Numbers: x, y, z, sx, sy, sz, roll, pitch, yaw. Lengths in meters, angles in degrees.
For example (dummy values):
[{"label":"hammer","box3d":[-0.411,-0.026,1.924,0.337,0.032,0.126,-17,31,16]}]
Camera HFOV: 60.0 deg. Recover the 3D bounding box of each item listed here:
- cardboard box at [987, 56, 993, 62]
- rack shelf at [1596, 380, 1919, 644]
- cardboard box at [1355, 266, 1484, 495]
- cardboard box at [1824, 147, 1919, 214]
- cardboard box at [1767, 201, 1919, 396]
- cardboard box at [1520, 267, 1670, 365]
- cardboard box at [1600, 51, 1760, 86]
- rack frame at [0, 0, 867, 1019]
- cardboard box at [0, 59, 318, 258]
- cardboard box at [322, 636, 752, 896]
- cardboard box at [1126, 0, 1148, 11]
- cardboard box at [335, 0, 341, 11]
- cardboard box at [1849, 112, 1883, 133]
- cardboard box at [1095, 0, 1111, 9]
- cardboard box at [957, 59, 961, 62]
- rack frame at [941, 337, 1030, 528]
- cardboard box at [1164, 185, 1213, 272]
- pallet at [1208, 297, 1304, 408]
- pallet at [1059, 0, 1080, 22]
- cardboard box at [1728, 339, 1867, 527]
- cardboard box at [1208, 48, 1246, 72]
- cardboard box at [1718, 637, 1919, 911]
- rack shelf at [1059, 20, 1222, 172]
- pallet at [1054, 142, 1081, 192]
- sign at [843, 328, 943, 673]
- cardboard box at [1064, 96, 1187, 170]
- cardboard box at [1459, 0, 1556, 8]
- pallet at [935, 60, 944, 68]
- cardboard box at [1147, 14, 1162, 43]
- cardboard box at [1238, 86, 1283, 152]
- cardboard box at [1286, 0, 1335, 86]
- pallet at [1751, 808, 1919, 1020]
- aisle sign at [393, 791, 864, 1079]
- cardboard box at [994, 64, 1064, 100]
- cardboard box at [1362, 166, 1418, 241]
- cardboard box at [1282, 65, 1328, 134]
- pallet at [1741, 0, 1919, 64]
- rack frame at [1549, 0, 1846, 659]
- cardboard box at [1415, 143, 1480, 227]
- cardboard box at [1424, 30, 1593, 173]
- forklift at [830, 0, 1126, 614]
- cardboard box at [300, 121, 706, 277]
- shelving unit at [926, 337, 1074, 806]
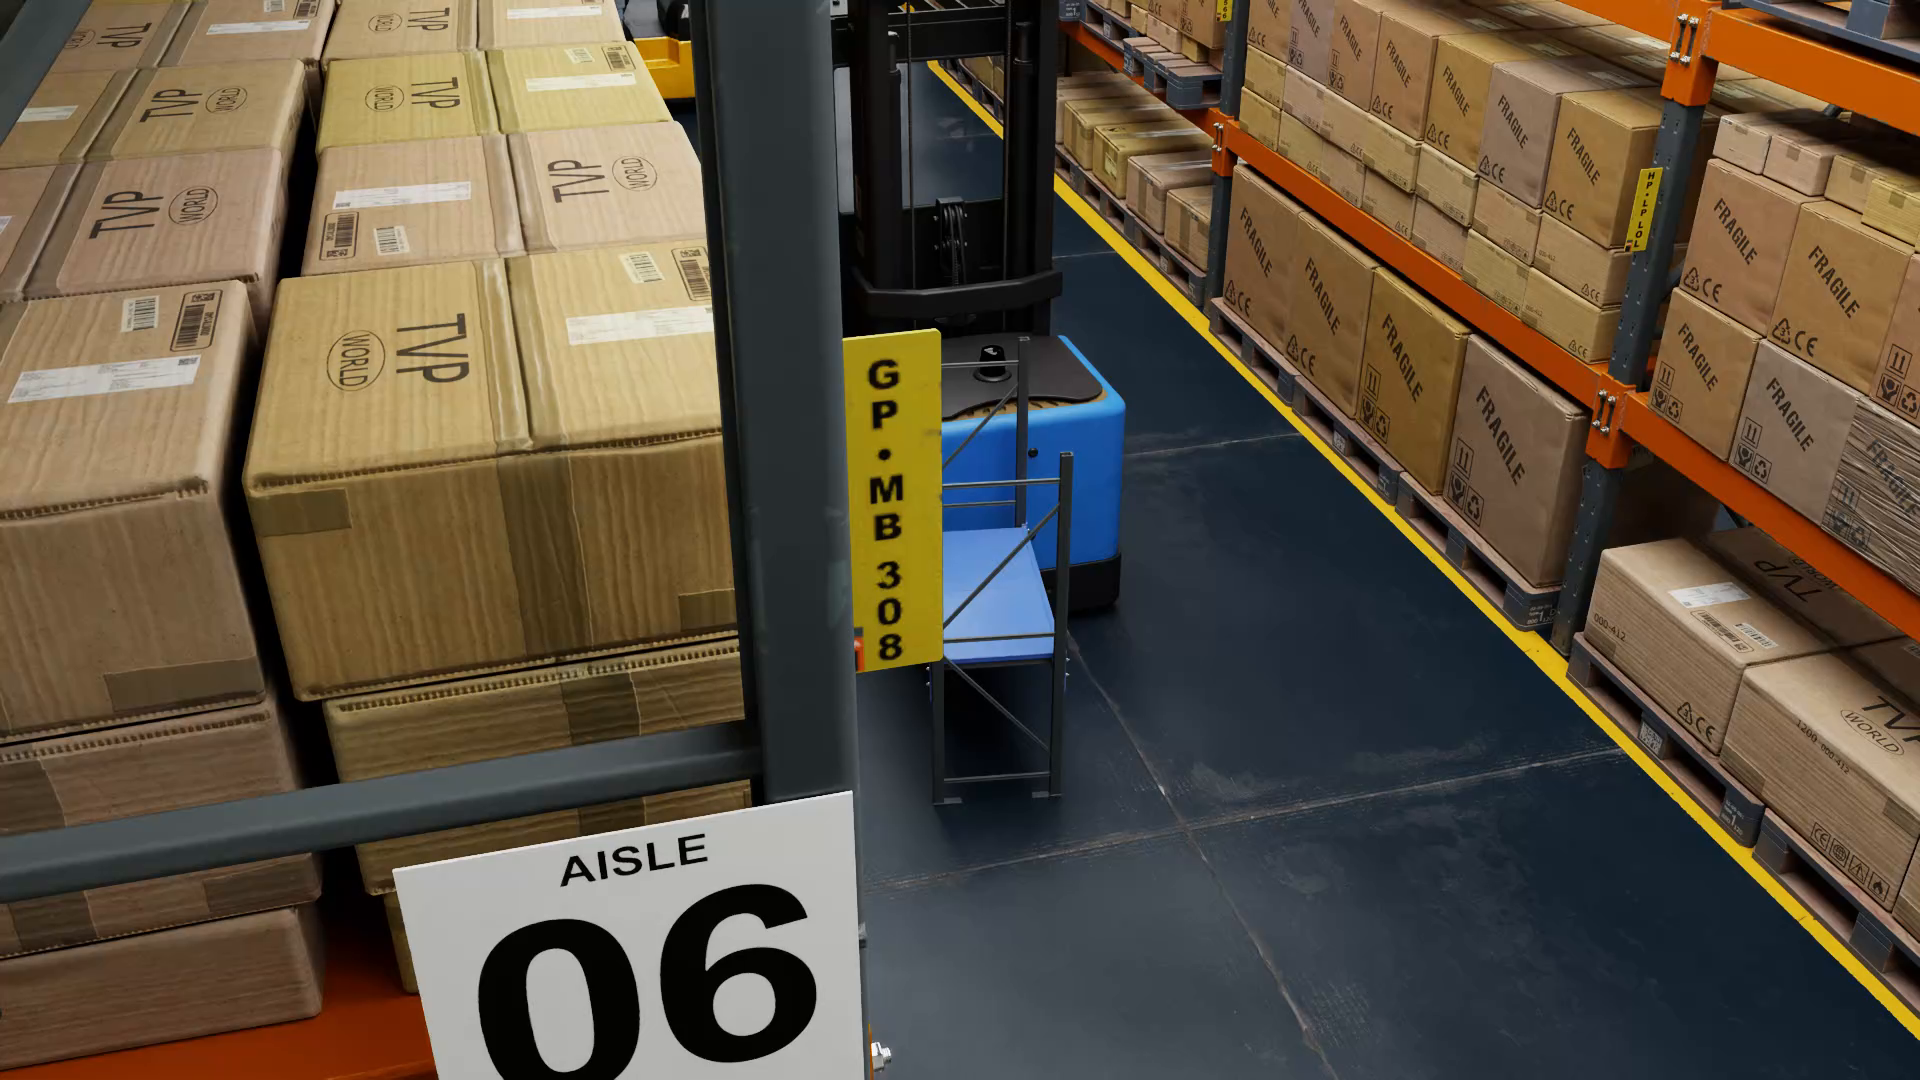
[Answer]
[{"label":"cardboard box","box3d":[0.460,-4.546,14.687,0.500,0.500,0.500,-7,31,-12]},{"label":"rack shelf","box3d":[3.666,0.407,5.271,1.077,0.370,4.000,-8,31,-13]},{"label":"cardboard box","box3d":[2.647,-0.857,8.437,0.875,0.875,0.875,-7,31,-12]},{"label":"cardboard box","box3d":[3.161,-1.201,5.585,0.380,0.149,0.250,-8,31,-14]},{"label":"cardboard box","box3d":[3.156,-0.839,5.608,0.500,0.500,0.500,-8,31,-14]},{"label":"cardboard box","box3d":[2.773,-0.989,7.113,0.500,0.250,0.500,-9,31,-14]},{"label":"cardboard box","box3d":[3.134,-1.839,7.335,0.500,0.500,0.500,-8,31,-14]},{"label":"rack frame","box3d":[-0.587,-0.873,0.776,1.000,3.000,0.127,-8,31,-13]},{"label":"cardboard box","box3d":[-1.259,-0.532,2.533,0.500,0.250,0.500,-8,31,-13]},{"label":"cardboard box","box3d":[-0.442,0.111,1.923,0.500,0.250,0.500,-8,31,-14]},{"label":"cardboard box","box3d":[1.402,-3.831,11.058,0.500,0.500,0.500,-10,32,-17]},{"label":"cardboard box","box3d":[-1.014,-1.085,3.490,0.500,0.250,0.500,-7,31,-12]},{"label":"cardboard box","box3d":[3.524,-1.521,6.138,0.380,0.149,0.250,-8,31,-14]},{"label":"cardboard box","box3d":[1.173,-3.865,11.765,0.380,0.149,0.250,-7,31,-11]},{"label":"cardboard box","box3d":[0.183,-4.722,15.740,0.500,0.250,0.500,-6,31,-10]},{"label":"rack frame","box3d":[0.029,-0.143,7.000,0.500,1.500,0.032,-3,30,-6]},{"label":"cardboard box","box3d":[1.933,-2.121,11.124,0.950,0.372,0.625,-10,32,-17]},{"label":"pallet","box3d":[2.210,-1.205,10.121,1.003,0.211,1.213,-8,31,-13]},{"label":"pallet","box3d":[1.075,-4.263,12.812,1.003,0.211,1.213,-8,31,-13]},{"label":"cardboard box","box3d":[3.137,-0.409,5.862,0.500,0.500,0.500,-8,31,-13]},{"label":"cardboard box","box3d":[1.760,-3.002,10.274,0.380,0.149,0.250,-7,31,-11]},{"label":"cardboard box","box3d":[3.437,0.807,6.001,0.875,0.438,0.875,-9,31,-15]},{"label":"rack shelf","box3d":[1.543,-3.457,11.946,1.077,0.370,4.000,-8,31,-13]},{"label":"pallet","box3d":[1.220,-3.152,13.484,1.003,0.211,1.213,-8,31,-13]},{"label":"sign","box3d":[-0.064,-0.025,1.433,0.100,0.325,0.005,-8,31,-13]},{"label":"cardboard box","box3d":[1.348,-3.179,12.952,0.950,0.372,0.625,-6,31,-10]},{"label":"cardboard box","box3d":[2.733,-2.576,8.608,0.500,0.500,0.500,-8,31,-13]},{"label":"pallet","box3d":[0.152,-5.026,16.722,1.003,0.211,1.213,-8,31,-13]},{"label":"cardboard box","box3d":[1.450,-3.361,10.893,0.380,0.149,0.250,-9,31,-16]},{"label":"cardboard box","box3d":[1.961,-2.468,9.669,0.500,0.250,0.500,-8,31,-14]},{"label":"cardboard box","box3d":[2.110,-2.769,8.942,0.500,0.500,0.500,-8,31,-13]},{"label":"pallet","box3d":[3.589,1.304,5.786,1.003,0.211,1.213,-8,31,-13]},{"label":"aisle sign","box3d":[-0.286,0.592,1.638,0.394,0.787,0.004,-8,31,-13]},{"label":"cardboard box","box3d":[0.596,-3.976,14.450,0.500,0.250,0.500,-6,31,-11]},{"label":"cardboard box","box3d":[2.382,-1.730,8.394,0.500,0.250,0.500,-8,31,-13]},{"label":"cardboard box","box3d":[2.106,-2.426,9.098,0.500,0.250,0.500,-7,31,-12]},{"label":"pallet","box3d":[3.343,-1.734,5.345,1.003,0.211,1.213,-8,31,-13]},{"label":"rack frame","box3d":[3.135,-0.870,6.759,1.000,3.000,0.127,-8,31,-13]},{"label":"cardboard box","box3d":[2.501,-1.692,7.830,0.500,0.250,0.500,-7,31,-12]},{"label":"cardboard box","box3d":[2.515,-2.025,7.657,0.500,0.500,0.500,-7,31,-12]},{"label":"forklift","box3d":[-0.184,-1.570,8.037,1.130,2.935,3.031,-9,31,-15]},{"label":"cardboard box","box3d":[-0.580,-0.351,2.221,0.500,0.250,0.500,-8,31,-14]},{"label":"shelving unit","box3d":[0.086,0.110,6.563,0.538,1.500,1.048,-3,30,-6]}]
